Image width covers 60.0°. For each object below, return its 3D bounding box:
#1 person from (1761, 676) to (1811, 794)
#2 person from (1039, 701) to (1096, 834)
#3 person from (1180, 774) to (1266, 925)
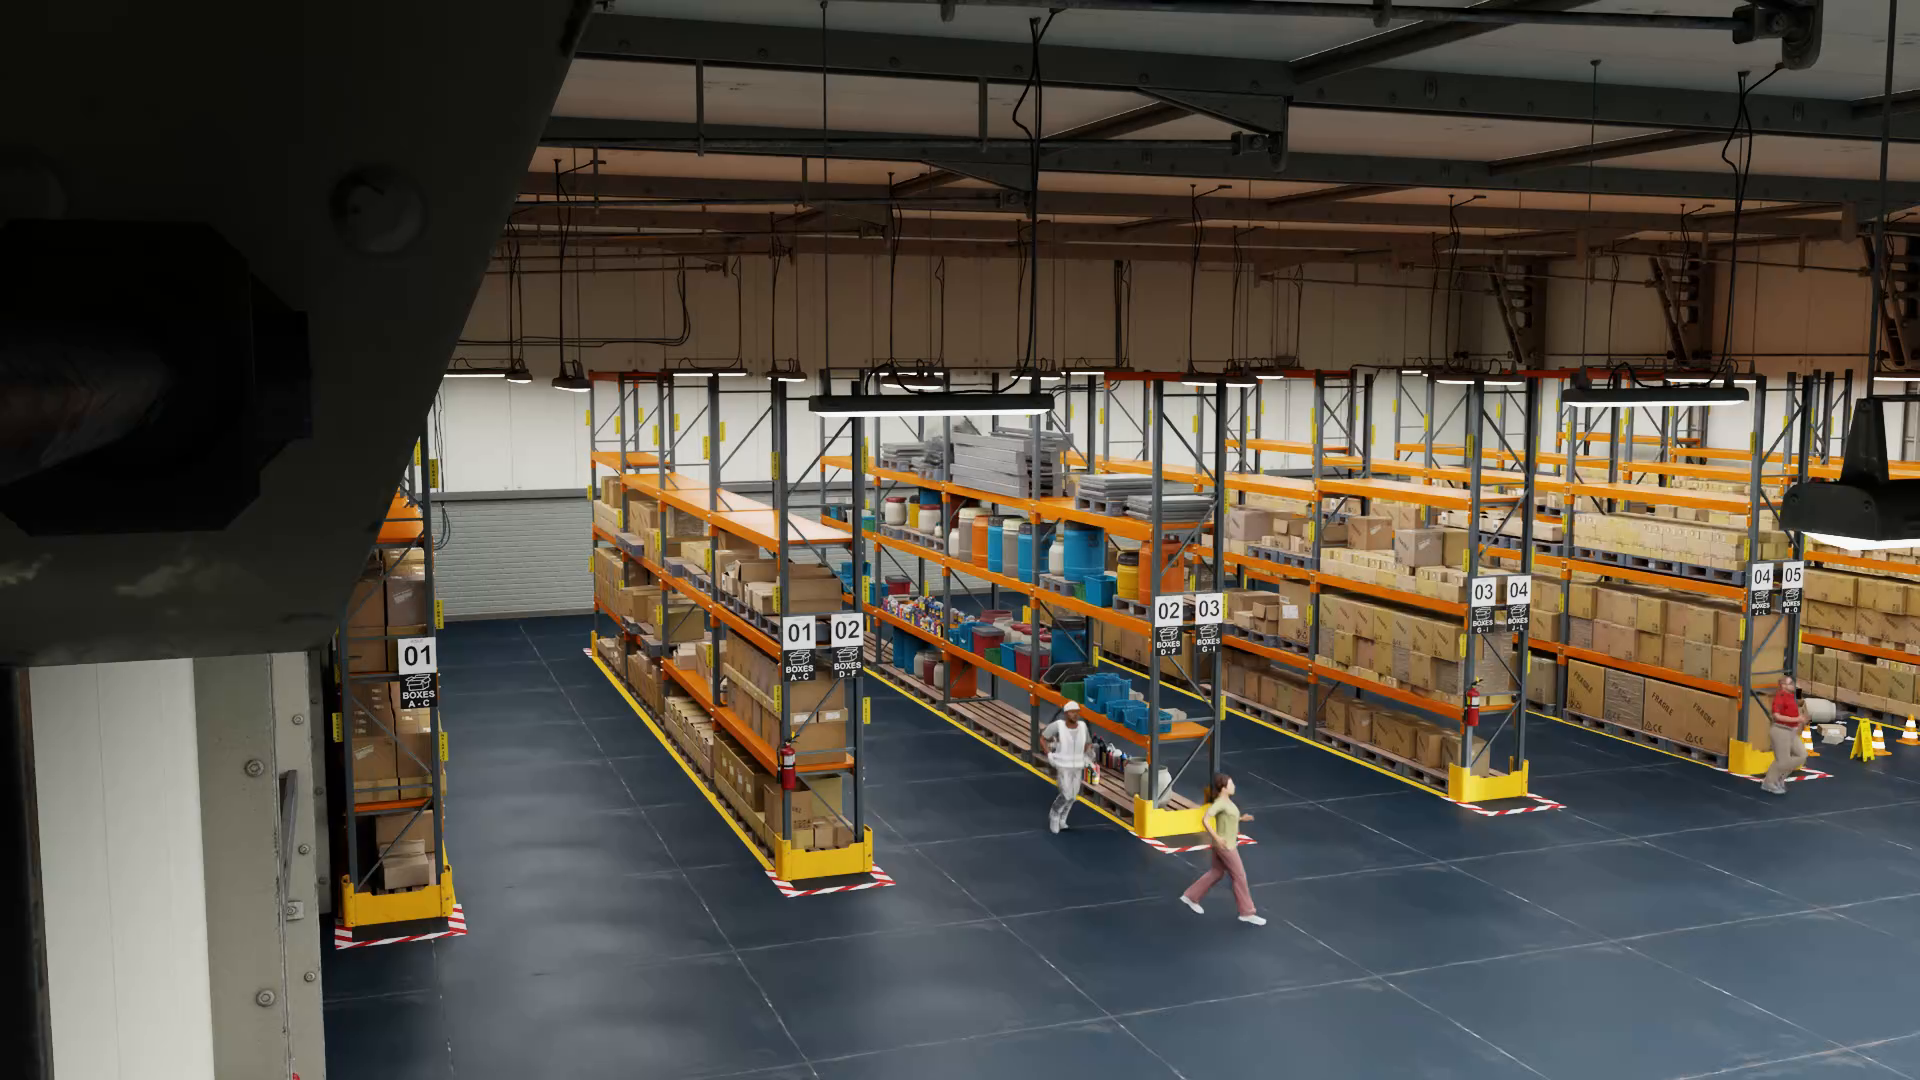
[{"bbox_3d":[11.931,2.828,23.952,0.622,1.735,0.671,6,8,41],"label":"person"},{"bbox_3d":[1.465,3.014,22.014,0.675,1.760,0.654,-3,7,-25],"label":"person"},{"bbox_3d":[2.936,3.415,18.486,0.957,1.666,0.569,1,6,9],"label":"person"}]
